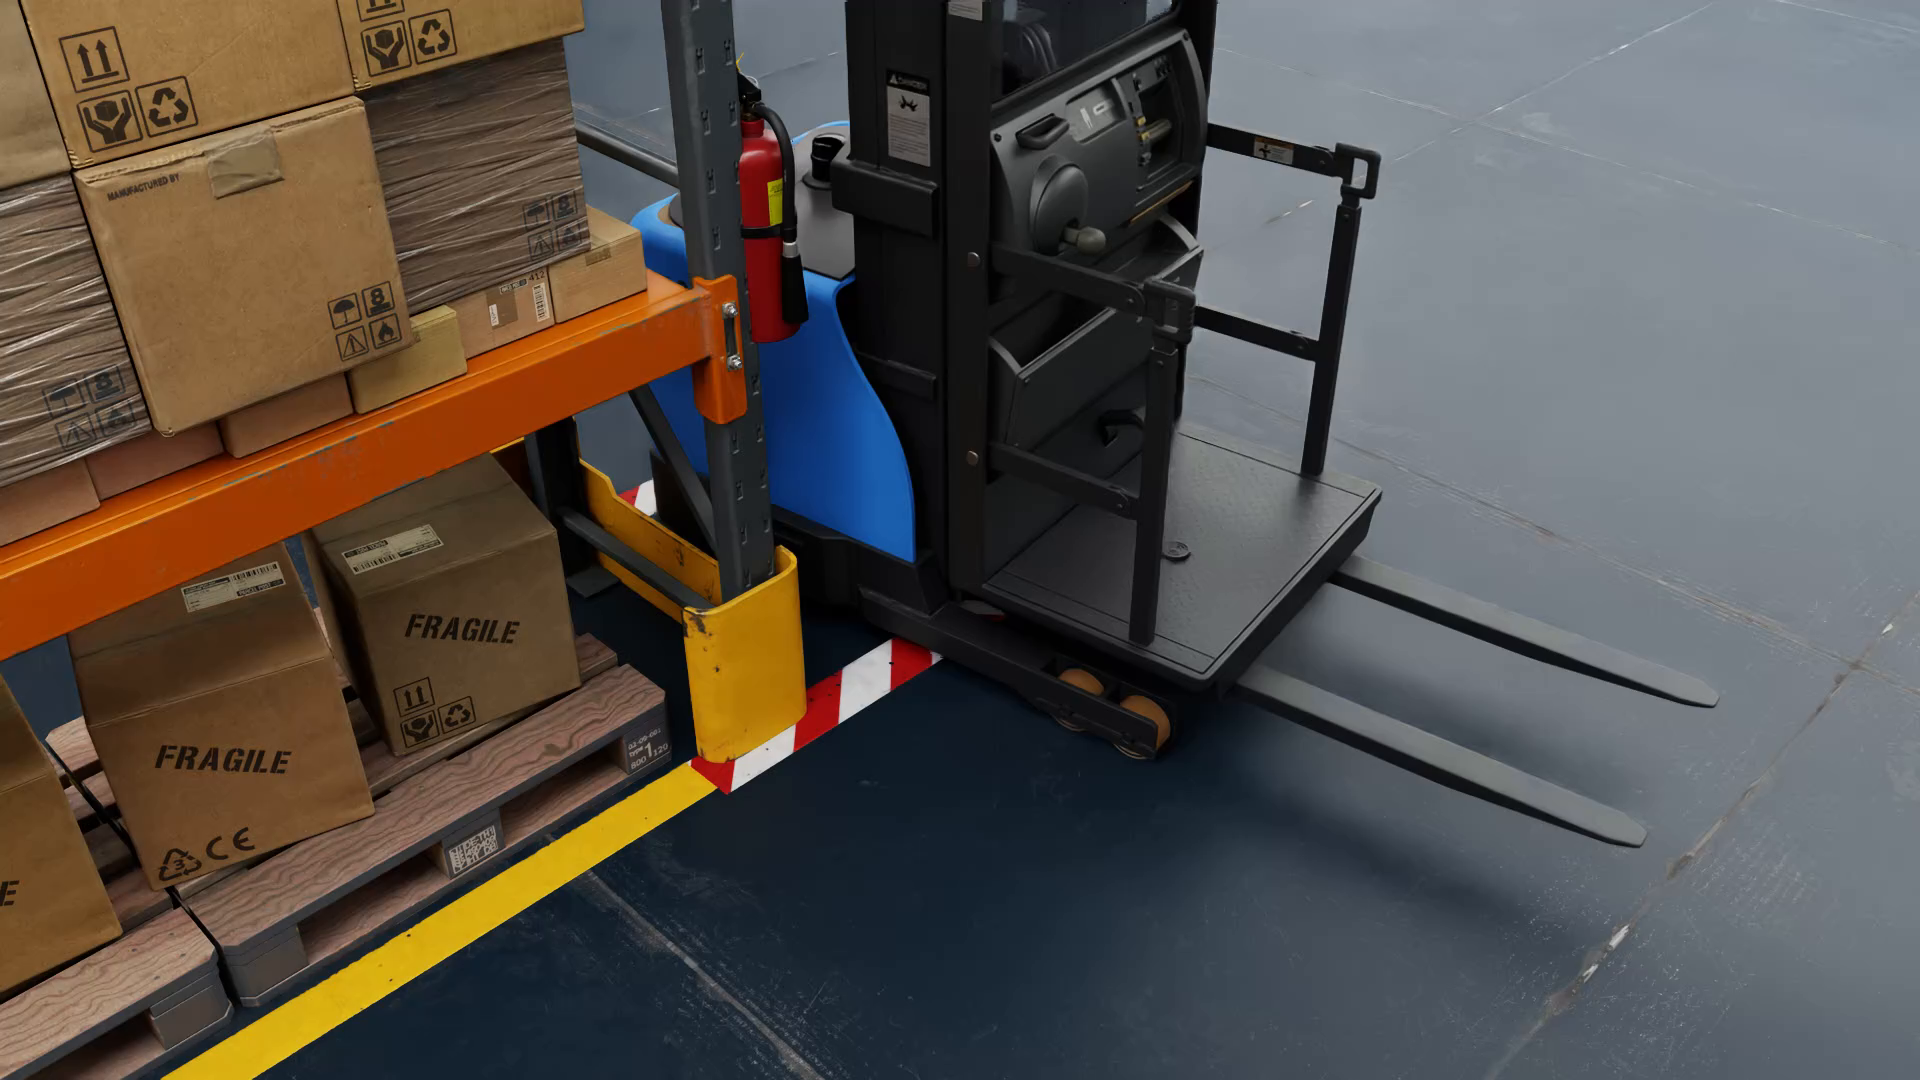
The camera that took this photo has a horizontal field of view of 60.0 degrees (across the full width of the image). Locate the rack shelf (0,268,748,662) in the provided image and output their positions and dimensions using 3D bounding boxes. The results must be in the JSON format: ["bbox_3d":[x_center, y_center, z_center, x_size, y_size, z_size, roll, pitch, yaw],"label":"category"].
[{"bbox_3d":[-2.285,0.148,3.045,1.077,0.370,4.000,30,45,35],"label":"rack shelf"}]

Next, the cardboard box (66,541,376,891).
[{"bbox_3d":[-1.725,0.397,3.877,0.500,0.500,0.500,-18,39,-24],"label":"cardboard box"}]

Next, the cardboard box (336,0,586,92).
[{"bbox_3d":[-1.088,-1.210,3.141,0.500,0.500,0.500,30,45,35],"label":"cardboard box"}]

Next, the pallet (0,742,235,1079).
[{"bbox_3d":[-2.387,1.024,3.598,1.003,0.211,1.213,30,45,35],"label":"pallet"}]

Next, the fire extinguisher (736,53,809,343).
[{"bbox_3d":[-0.468,-0.788,3.826,0.296,0.674,0.183,30,45,35],"label":"fire extinguisher"}]

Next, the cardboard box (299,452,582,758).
[{"bbox_3d":[-1.328,0.140,4.245,0.500,0.500,0.500,-21,40,-28],"label":"cardboard box"}]

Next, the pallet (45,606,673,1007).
[{"bbox_3d":[-1.527,0.531,4.304,1.003,0.211,1.213,30,45,35],"label":"pallet"}]

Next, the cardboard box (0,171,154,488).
[{"bbox_3d":[-1.933,-0.473,2.959,0.875,0.500,0.500,30,45,35],"label":"cardboard box"}]

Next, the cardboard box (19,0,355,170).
[{"bbox_3d":[-1.436,-1.004,2.846,0.500,0.500,0.500,30,45,35],"label":"cardboard box"}]

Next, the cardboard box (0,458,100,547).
[{"bbox_3d":[-1.799,-0.143,3.053,0.380,0.149,0.250,30,45,35],"label":"cardboard box"}]

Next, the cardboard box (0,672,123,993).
[{"bbox_3d":[-2.179,0.643,3.523,0.500,0.500,0.500,-25,42,-32],"label":"cardboard box"}]

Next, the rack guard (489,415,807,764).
[{"bbox_3d":[-0.930,0.097,4.674,1.175,0.500,0.348,30,45,35],"label":"rack guard"}]

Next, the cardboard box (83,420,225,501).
[{"bbox_3d":[-1.639,-0.254,3.212,0.380,0.149,0.250,30,45,35],"label":"cardboard box"}]

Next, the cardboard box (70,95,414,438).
[{"bbox_3d":[-1.550,-0.659,3.225,0.875,0.500,0.500,30,45,35],"label":"cardboard box"}]

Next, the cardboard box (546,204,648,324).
[{"bbox_3d":[-0.930,-0.657,3.790,0.380,0.149,0.250,30,45,35],"label":"cardboard box"}]

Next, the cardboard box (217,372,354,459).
[{"bbox_3d":[-1.434,-0.339,3.333,0.380,0.149,0.250,30,45,35],"label":"cardboard box"}]

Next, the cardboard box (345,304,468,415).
[{"bbox_3d":[-1.247,-0.434,3.470,0.380,0.149,0.250,30,45,35],"label":"cardboard box"}]

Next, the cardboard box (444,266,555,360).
[{"bbox_3d":[-1.107,-0.556,3.645,0.380,0.149,0.250,30,45,35],"label":"cardboard box"}]

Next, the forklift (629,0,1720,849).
[{"bbox_3d":[0.536,-0.968,4.076,3.031,2.935,1.130,22,41,29],"label":"forklift"}]

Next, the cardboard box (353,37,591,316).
[{"bbox_3d":[-1.283,-0.910,3.585,0.875,0.500,0.500,30,45,35],"label":"cardboard box"}]

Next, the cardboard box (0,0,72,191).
[{"bbox_3d":[-1.791,-0.802,2.557,0.500,0.500,0.500,30,45,35],"label":"cardboard box"}]

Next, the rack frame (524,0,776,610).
[{"bbox_3d":[-0.876,-0.959,4.003,1.000,3.000,0.127,30,45,35],"label":"rack frame"}]
